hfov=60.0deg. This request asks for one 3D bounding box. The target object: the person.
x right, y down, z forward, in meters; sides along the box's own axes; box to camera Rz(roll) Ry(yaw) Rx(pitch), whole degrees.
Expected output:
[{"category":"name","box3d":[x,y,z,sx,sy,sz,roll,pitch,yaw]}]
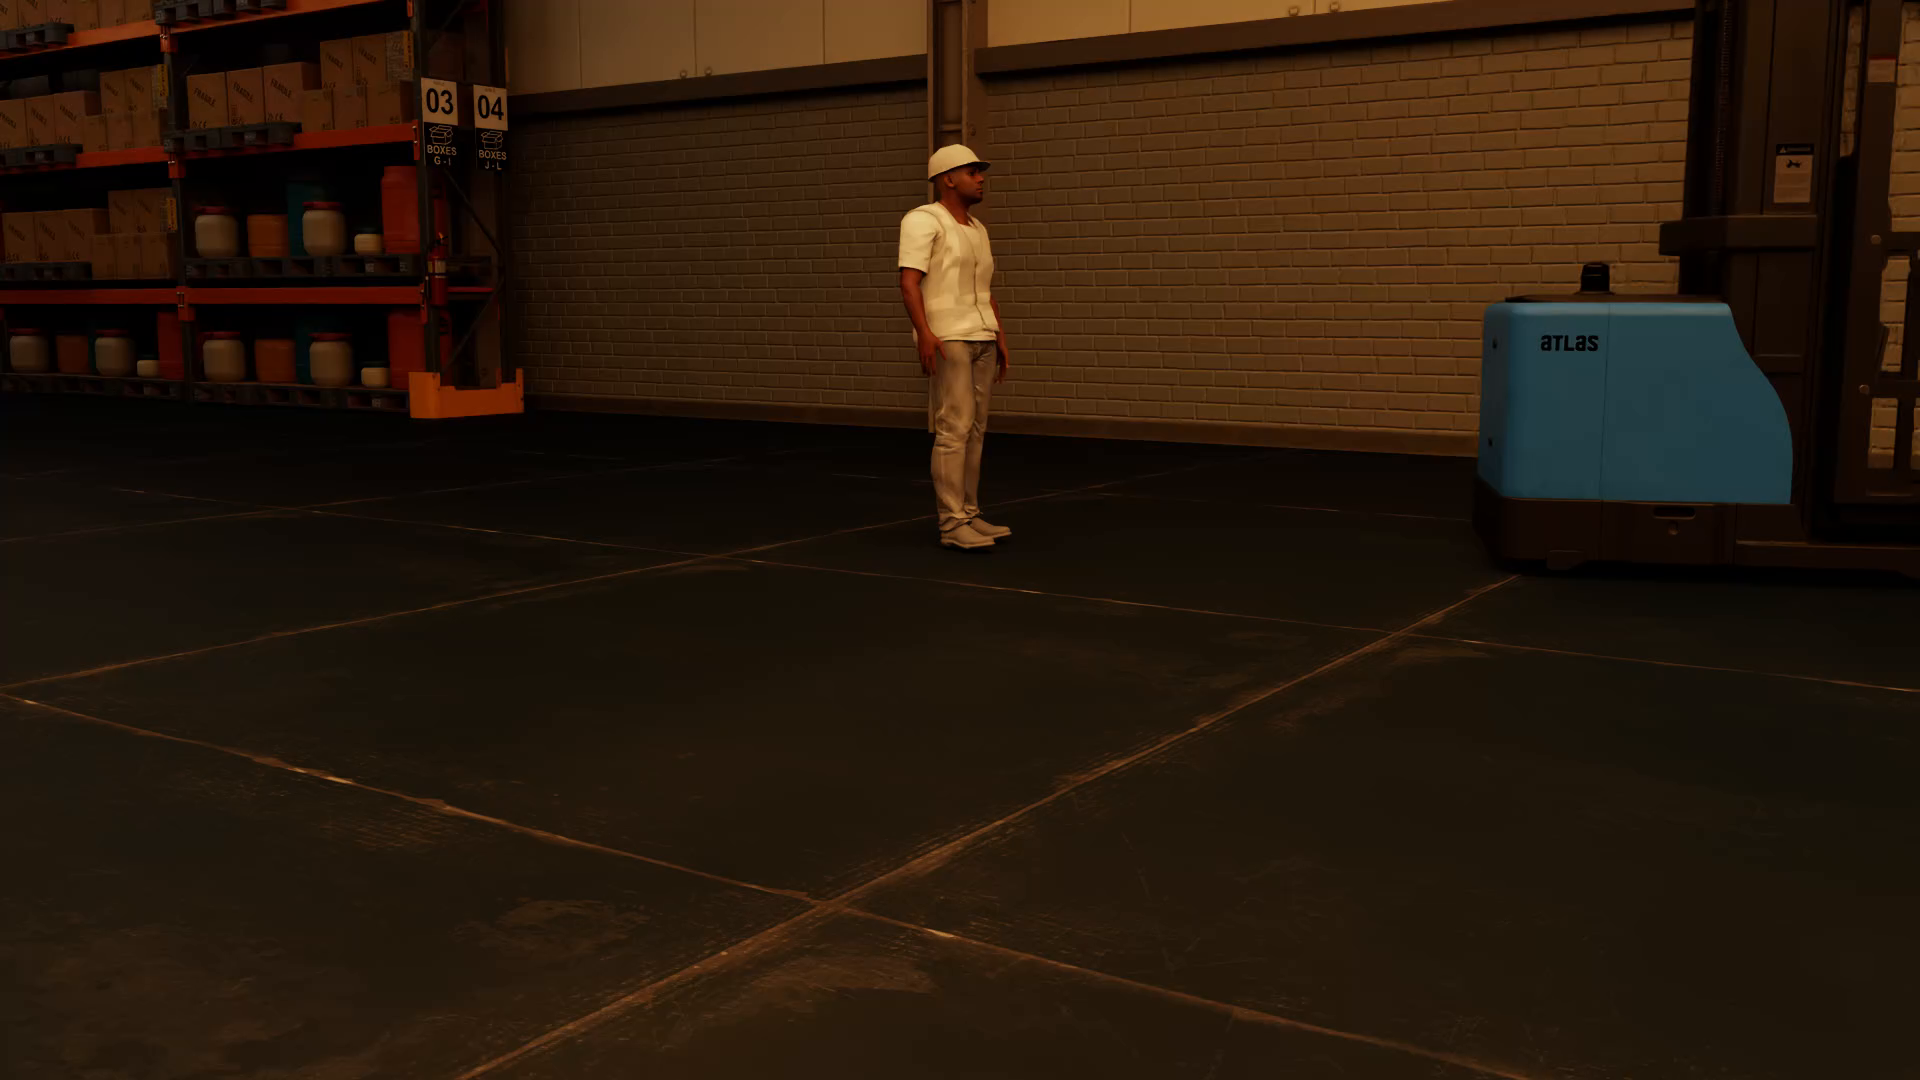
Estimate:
[{"category":"person","box3d":[0.055,-0.875,7.435,0.575,1.768,0.666,5,10,34]}]

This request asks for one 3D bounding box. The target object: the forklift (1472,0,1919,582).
[{"category":"forklift","box3d":[3.714,-1.338,6.601,3.031,2.935,1.130,2,8,11]}]
